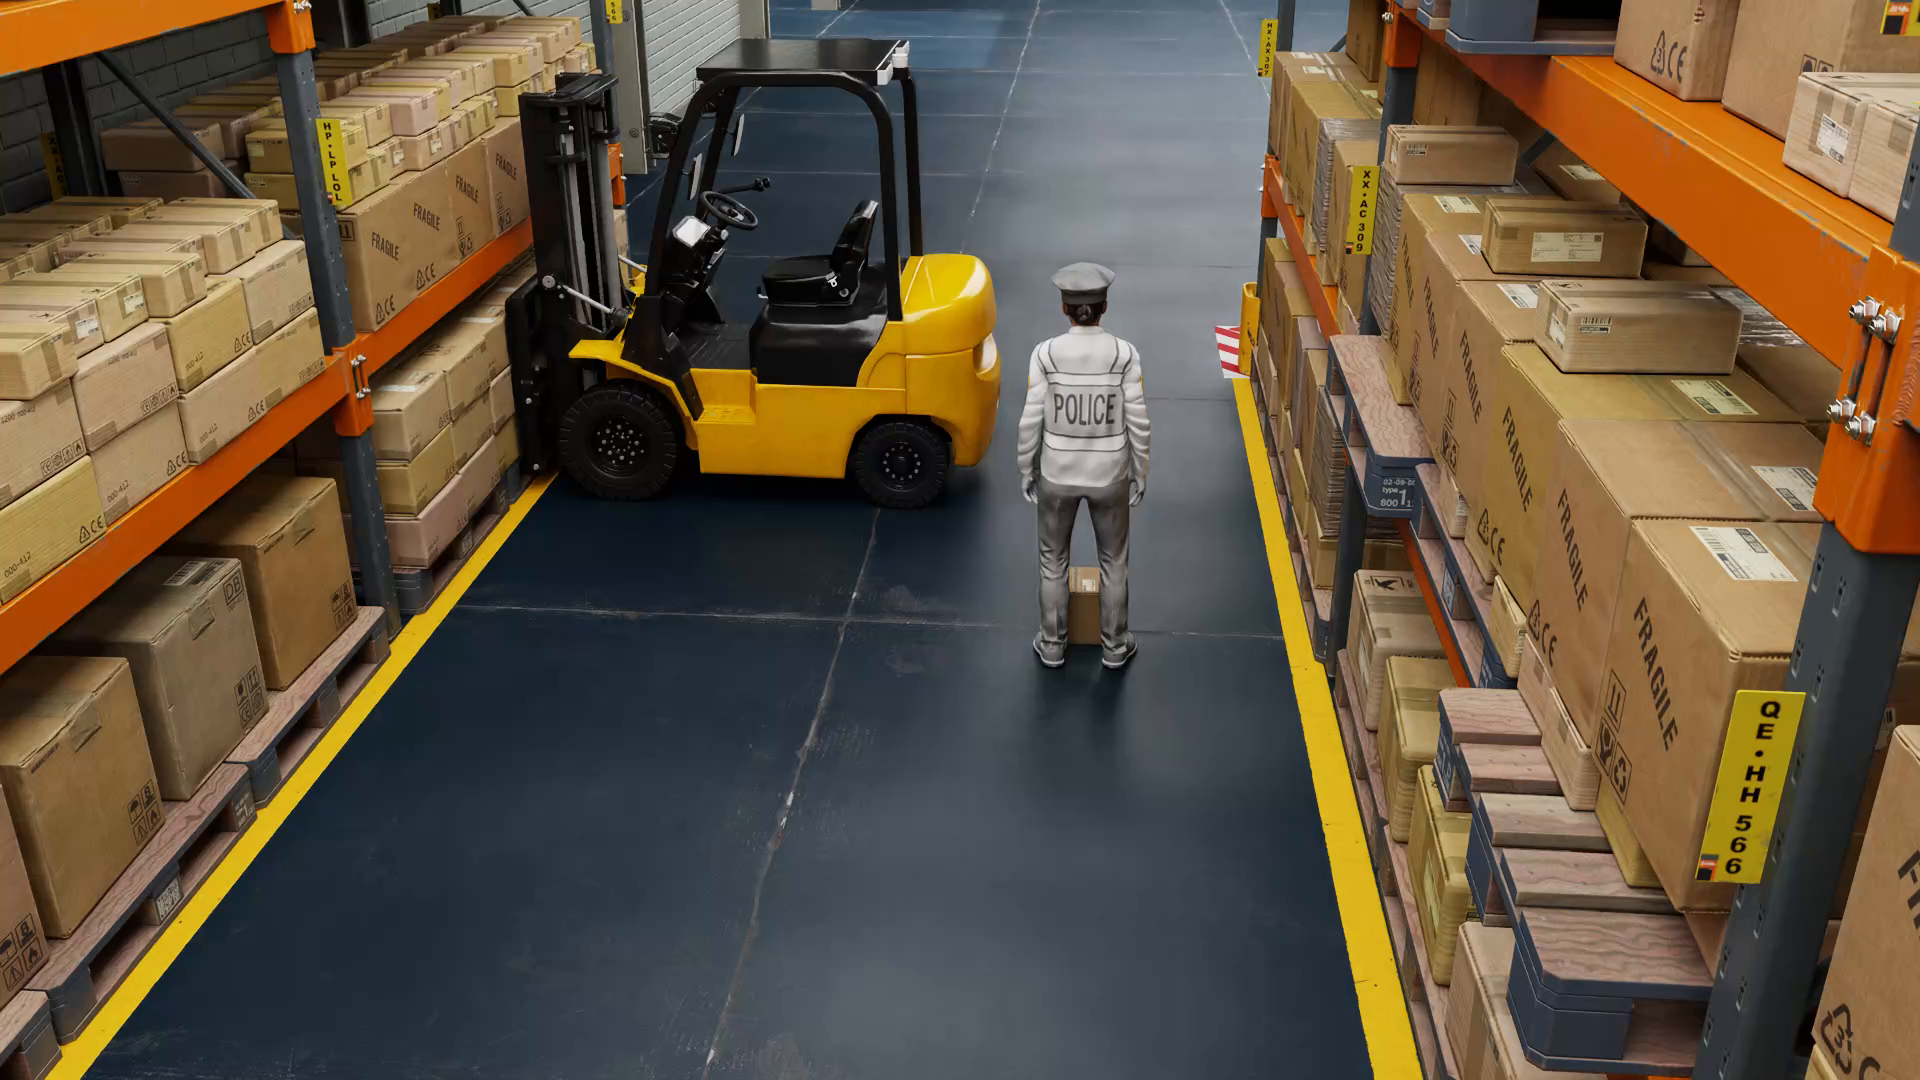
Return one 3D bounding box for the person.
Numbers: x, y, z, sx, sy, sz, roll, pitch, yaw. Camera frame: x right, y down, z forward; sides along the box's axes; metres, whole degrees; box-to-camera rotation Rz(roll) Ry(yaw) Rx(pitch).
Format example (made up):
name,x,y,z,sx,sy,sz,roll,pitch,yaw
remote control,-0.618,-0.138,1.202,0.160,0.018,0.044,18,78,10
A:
name,x,y,z,sx,sy,sz,roll,pitch,yaw
person,0.493,-0.258,6.664,0.525,1.663,0.374,2,25,3
